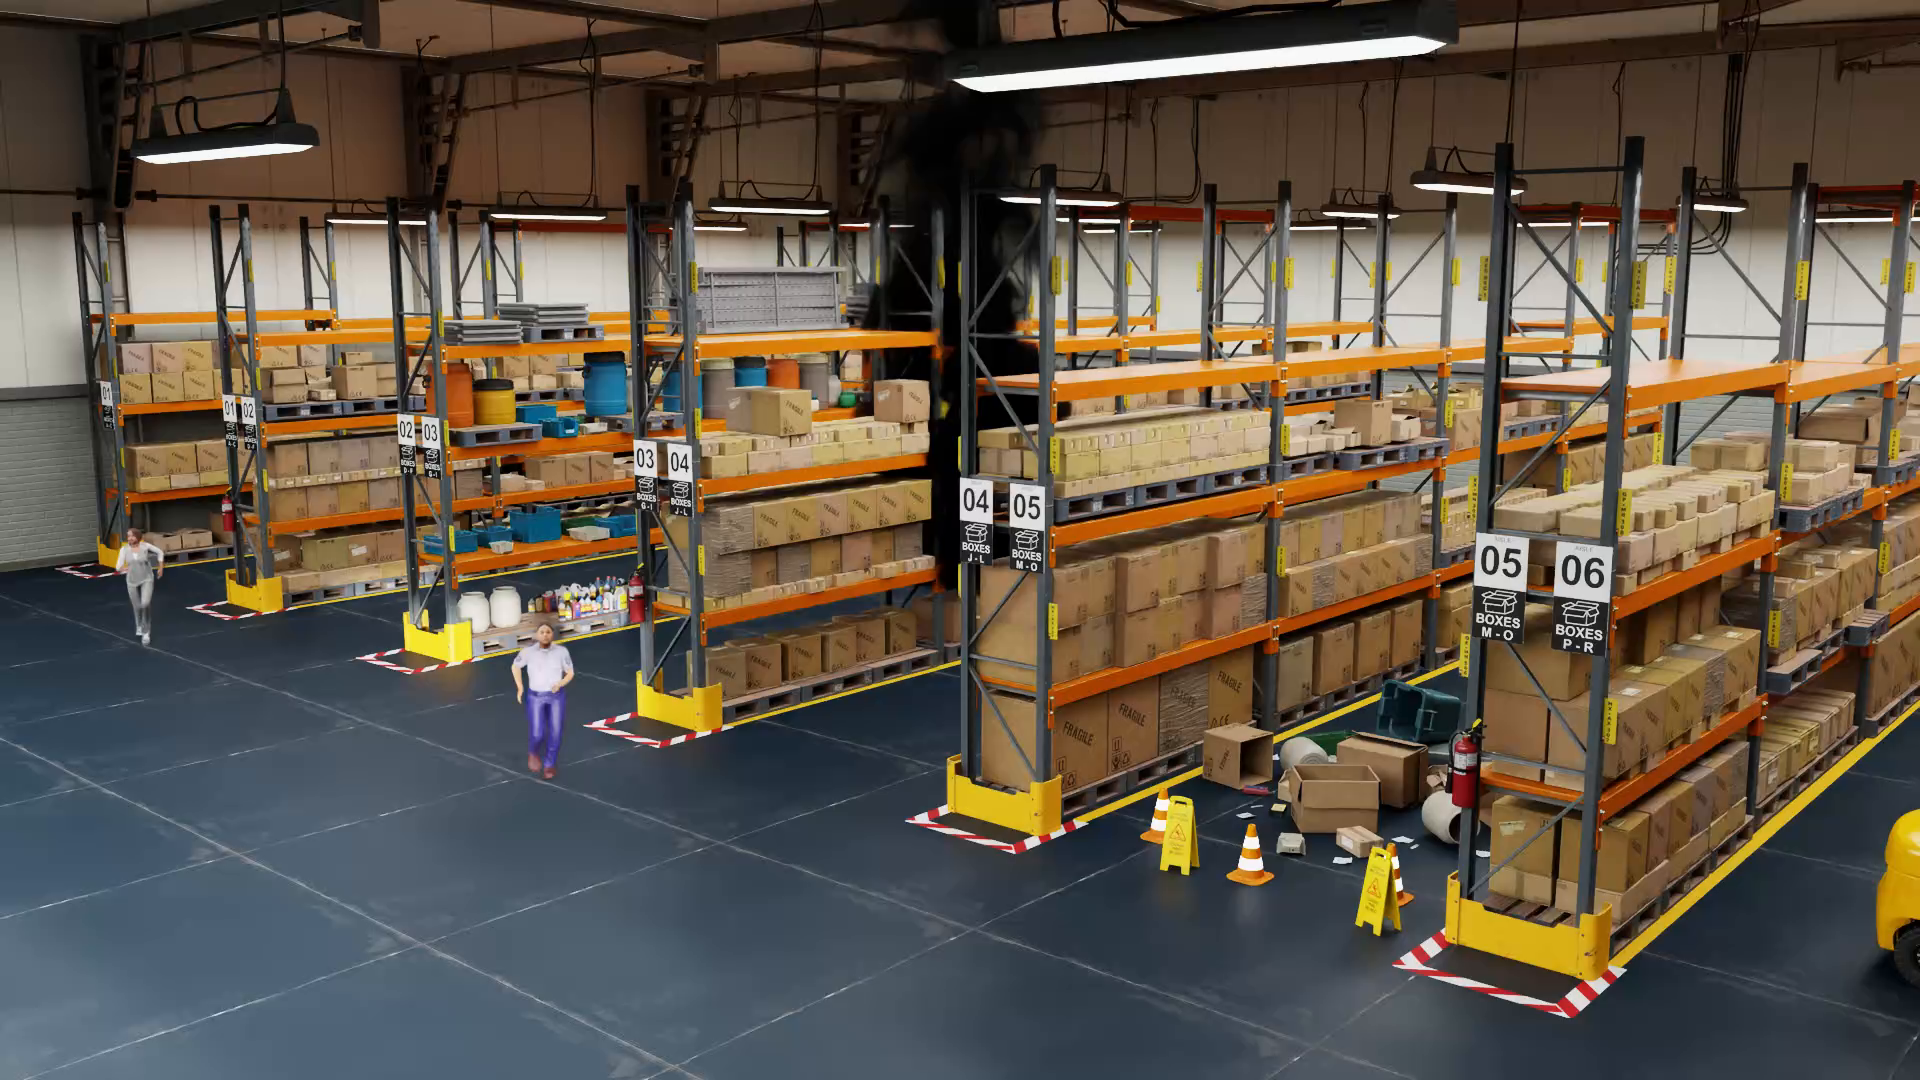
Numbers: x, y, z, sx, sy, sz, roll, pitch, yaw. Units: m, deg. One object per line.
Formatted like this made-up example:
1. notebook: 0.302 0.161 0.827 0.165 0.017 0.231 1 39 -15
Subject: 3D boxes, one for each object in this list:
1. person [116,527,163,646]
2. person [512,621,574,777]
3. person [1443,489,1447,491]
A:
1. person: -11.201 0.617 22.754 0.548 1.619 0.831 -2 10 -14
2. person: -4.159 1.622 16.700 0.594 1.609 0.557 -4 10 -20
3. person: 7.617 0.010 26.292 0.576 1.621 0.560 -9 13 -43
